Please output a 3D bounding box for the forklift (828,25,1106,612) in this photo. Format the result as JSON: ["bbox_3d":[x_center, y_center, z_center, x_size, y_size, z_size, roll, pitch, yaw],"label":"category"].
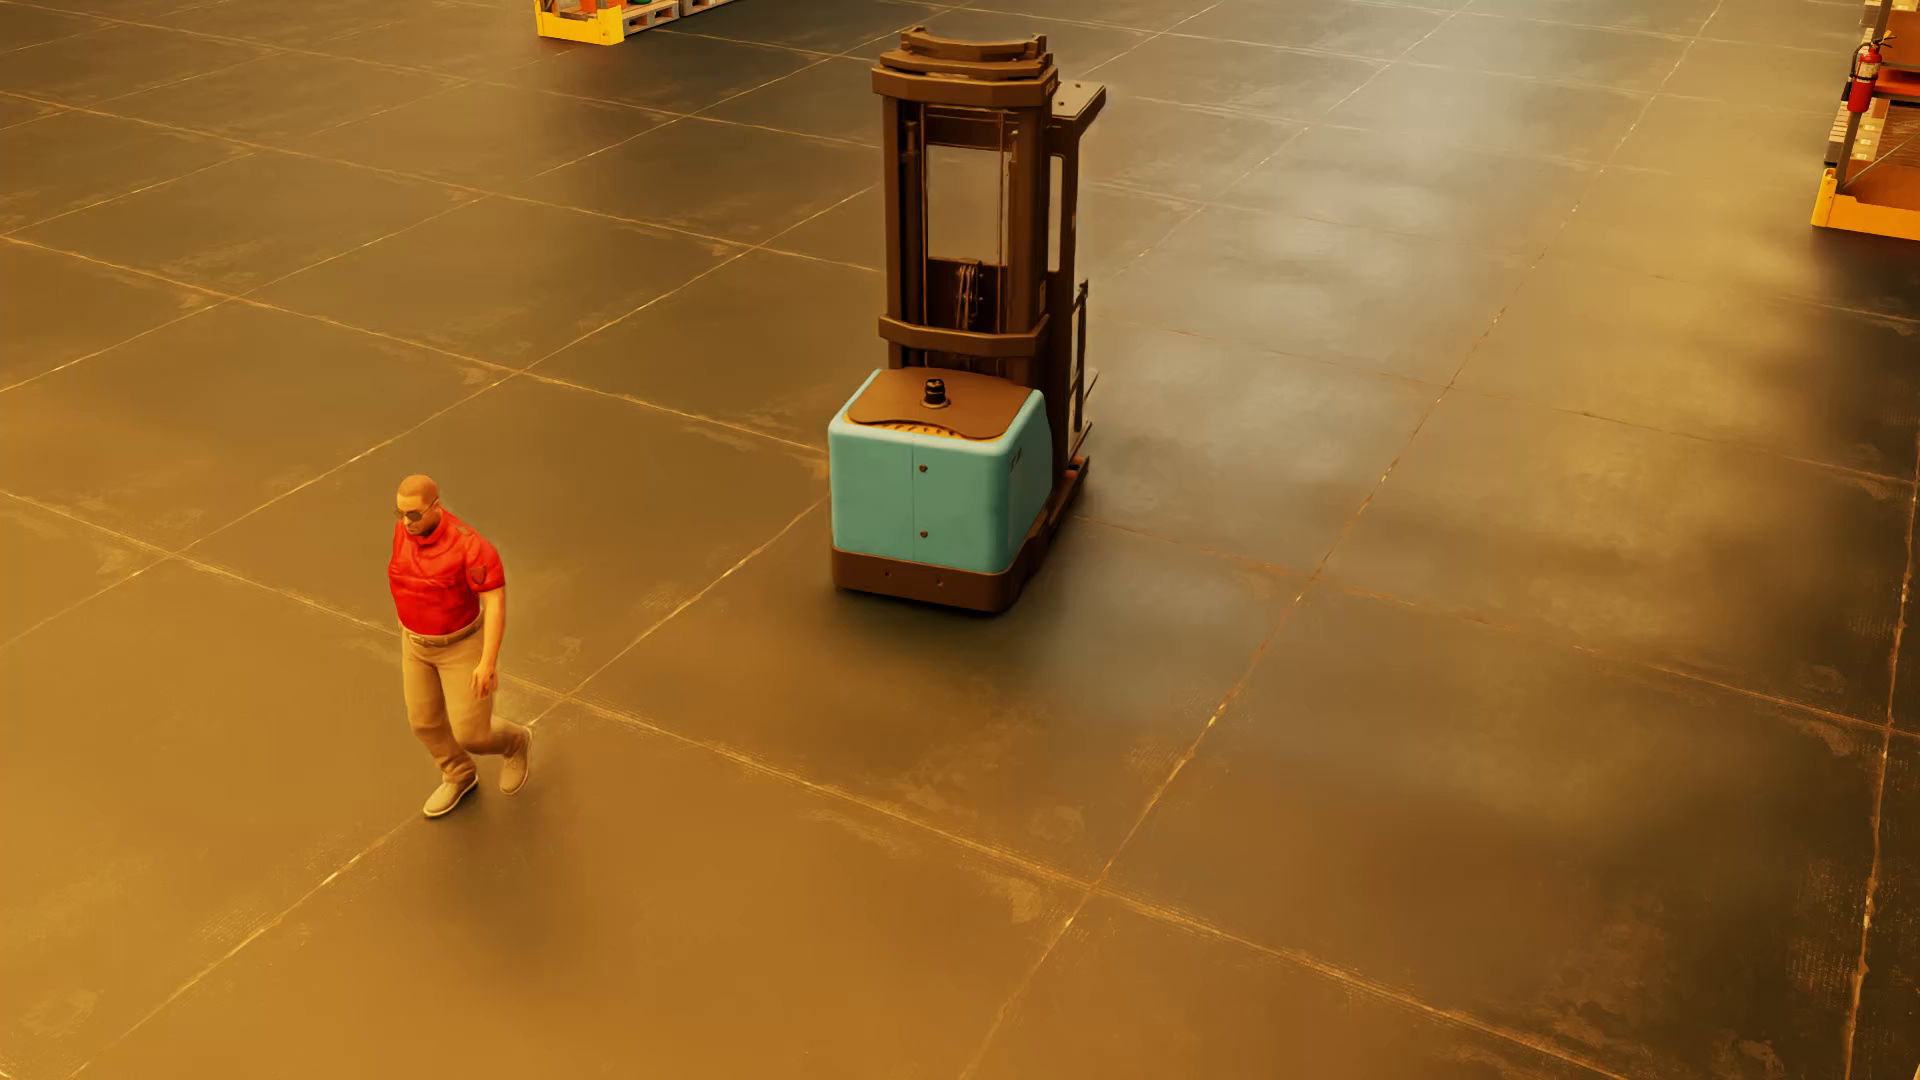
[{"bbox_3d":[0.193,-1.597,9.837,1.130,2.935,3.031,9,31,15],"label":"forklift"}]

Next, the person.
[{"bbox_3d":[-2.292,0.464,7.494,0.735,1.708,0.507,12,32,19],"label":"person"}]
